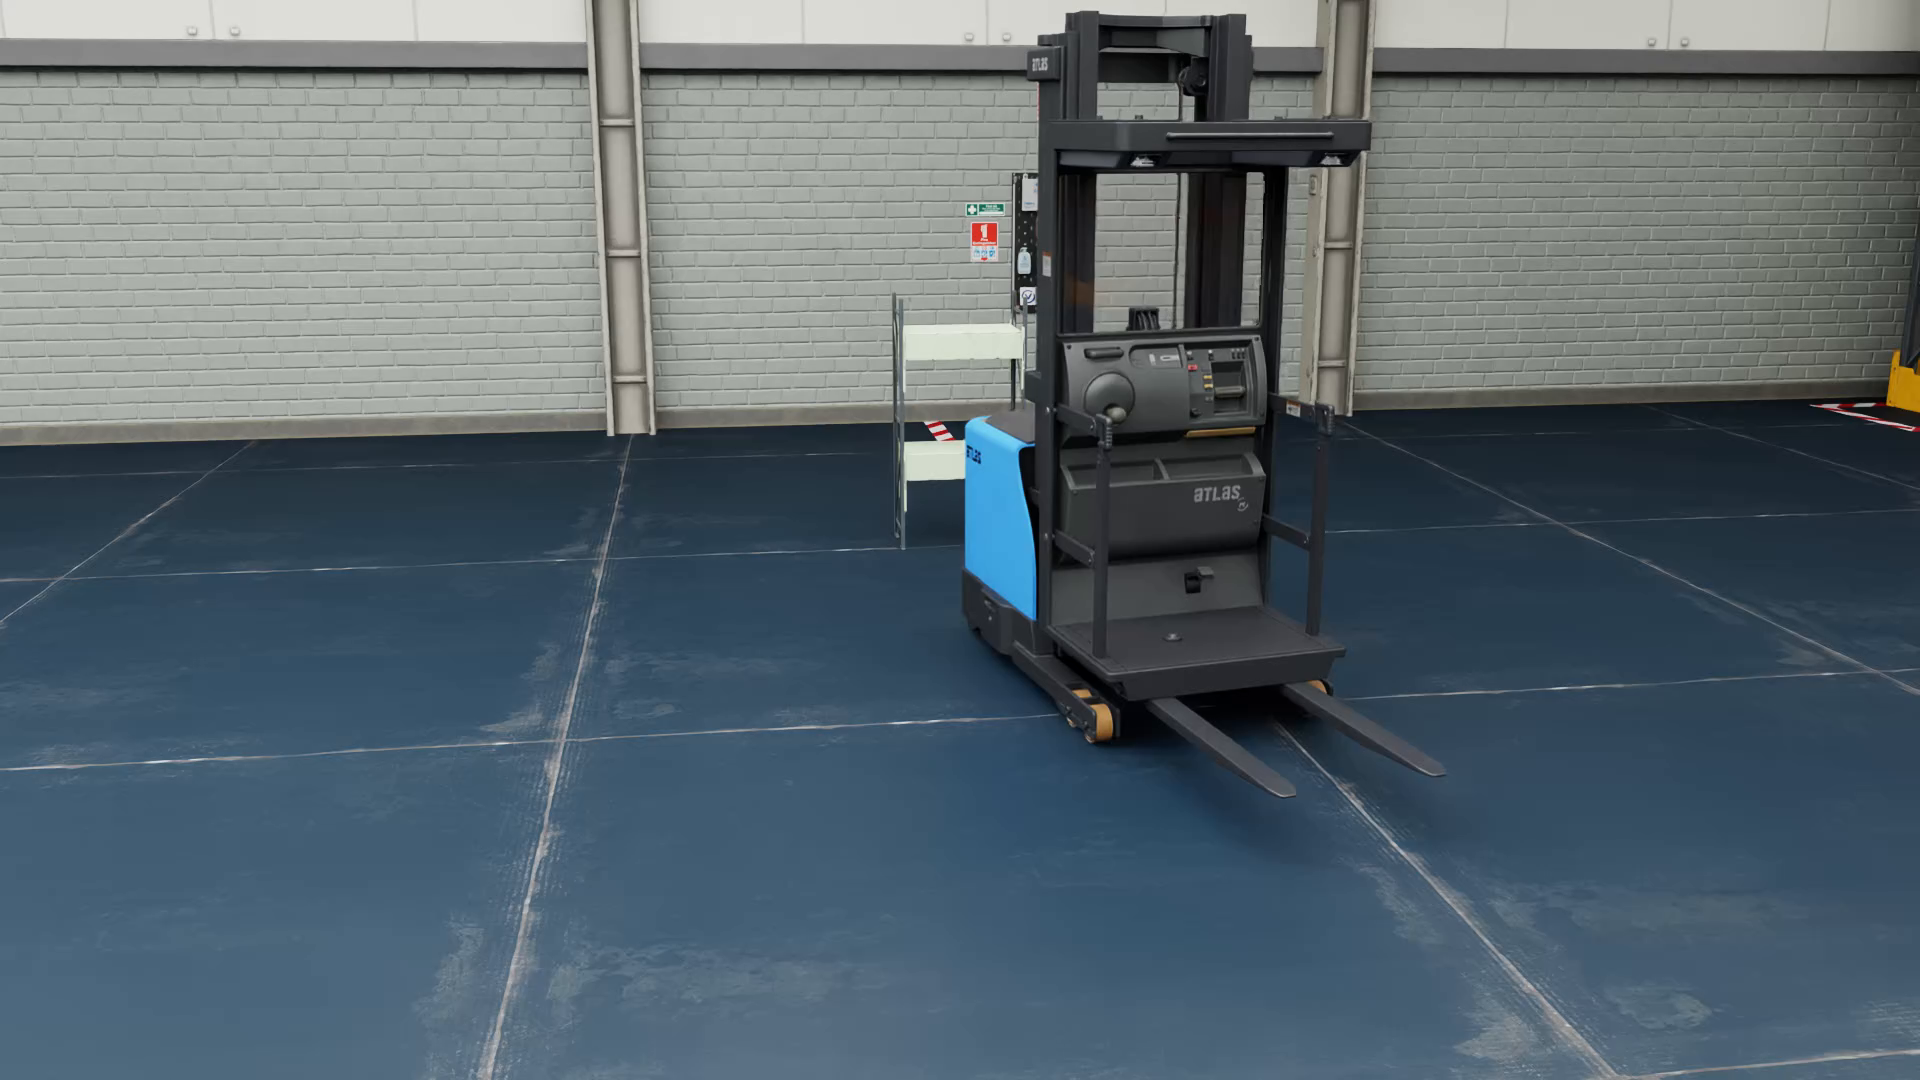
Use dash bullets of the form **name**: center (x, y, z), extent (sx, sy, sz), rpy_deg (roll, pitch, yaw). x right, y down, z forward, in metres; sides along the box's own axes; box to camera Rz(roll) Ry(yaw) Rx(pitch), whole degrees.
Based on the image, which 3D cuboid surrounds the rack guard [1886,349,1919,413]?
- **rack guard**: center (8.662, -1.343, 14.550), extent (0.348, 0.500, 1.175), rpy_deg (-2, 14, -8)

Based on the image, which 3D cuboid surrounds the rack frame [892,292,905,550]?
- **rack frame**: center (-0.369, -0.714, 9.986), extent (0.023, 1.500, 0.400), rpy_deg (-2, 14, -8)

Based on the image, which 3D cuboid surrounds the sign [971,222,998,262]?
- **sign**: center (0.205, -2.511, 13.993), extent (0.234, 0.329, 0.001), rpy_deg (-2, 14, -8)

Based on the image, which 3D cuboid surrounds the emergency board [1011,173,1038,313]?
- **emergency board**: center (0.767, -2.488, 13.978), extent (0.643, 1.169, 0.194), rpy_deg (-2, 14, -8)

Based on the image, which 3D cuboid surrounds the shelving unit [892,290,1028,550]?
- **shelving unit**: center (-0.007, -0.727, 10.038), extent (0.755, 1.500, 0.431), rpy_deg (-2, 14, -8)

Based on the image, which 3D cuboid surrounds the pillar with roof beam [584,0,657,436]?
- **pillar with roof beam**: center (-2.075, -4.226, 8.573), extent (0.400, 9.000, 9.100), rpy_deg (-2, 14, -8)

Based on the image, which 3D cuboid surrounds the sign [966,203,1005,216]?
- **sign**: center (0.211, -2.766, 13.920), extent (0.331, 0.109, 0.001), rpy_deg (-2, 14, -8)

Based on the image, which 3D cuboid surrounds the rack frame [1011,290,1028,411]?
- **rack frame**: center (0.355, -0.740, 10.091), extent (0.023, 1.500, 0.400), rpy_deg (-2, 14, -8)

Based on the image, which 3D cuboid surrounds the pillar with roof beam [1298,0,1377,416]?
- **pillar with roof beam**: center (3.858, -4.443, 9.440), extent (0.400, 9.000, 9.100), rpy_deg (-2, 14, -8)

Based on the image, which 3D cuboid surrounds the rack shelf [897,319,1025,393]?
- **rack shelf**: center (-0.007, -1.106, 9.943), extent (0.720, 0.370, 0.431), rpy_deg (-2, 14, -8)

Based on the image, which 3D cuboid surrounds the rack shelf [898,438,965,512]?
- **rack shelf**: center (-0.007, -0.411, 10.118), extent (0.720, 0.370, 0.431), rpy_deg (-2, 14, -8)

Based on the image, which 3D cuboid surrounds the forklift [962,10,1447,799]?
- **forklift**: center (0.956, -0.690, 6.948), extent (1.130, 2.935, 3.031), rpy_deg (-5, 15, -18)

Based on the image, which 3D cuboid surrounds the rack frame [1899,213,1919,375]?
- **rack frame**: center (8.586, -2.553, 14.235), extent (0.127, 3.000, 1.000), rpy_deg (-2, 14, -8)

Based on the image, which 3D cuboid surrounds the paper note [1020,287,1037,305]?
- **paper note**: center (0.582, -2.071, 14.126), extent (0.142, 0.148, 0.016), rpy_deg (-2, 14, -8)
